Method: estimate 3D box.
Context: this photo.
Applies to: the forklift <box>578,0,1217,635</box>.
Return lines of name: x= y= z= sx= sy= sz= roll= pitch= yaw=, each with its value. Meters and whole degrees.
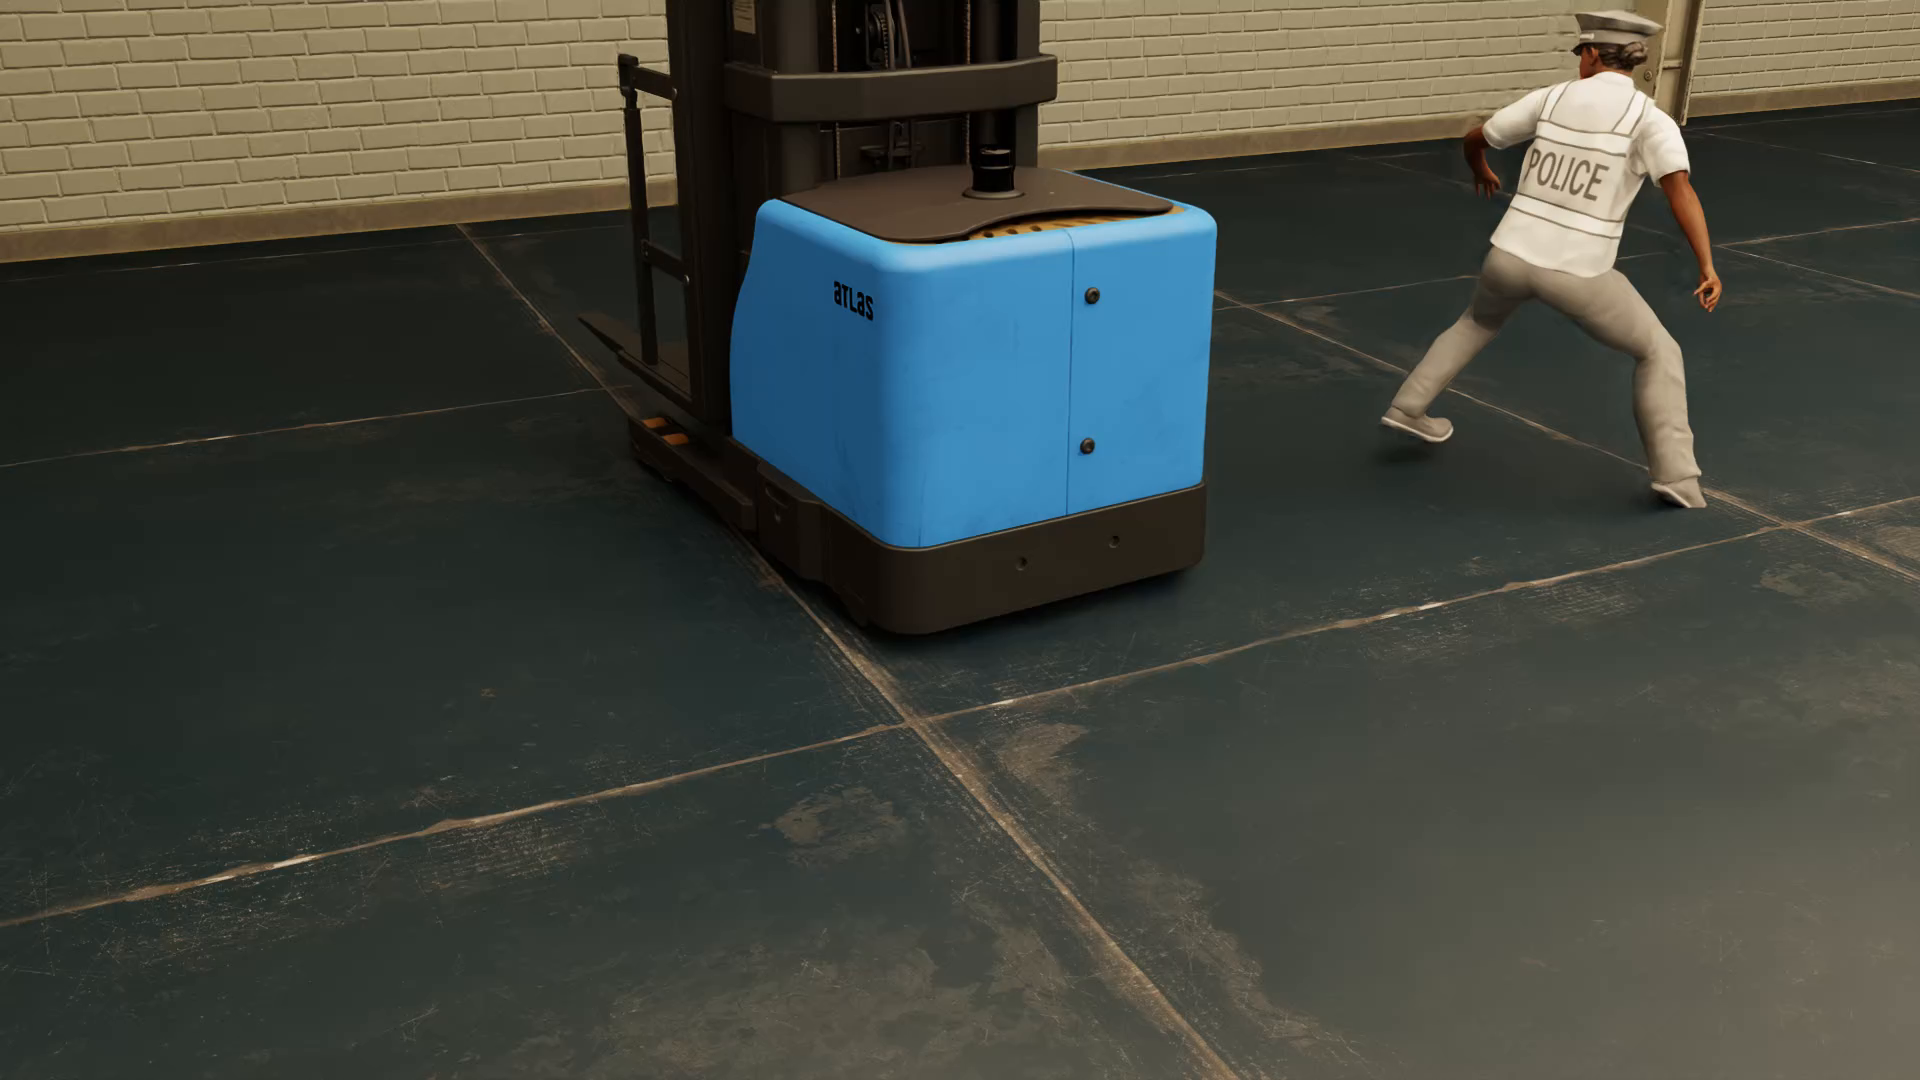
forklift: x=-0.481 y=-1.626 z=5.201 sx=1.130 sy=2.935 sz=3.031 roll=-13 pitch=26 yaw=-28

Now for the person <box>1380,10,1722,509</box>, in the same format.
person: x=1.982 y=-0.846 z=5.316 sx=0.530 sy=1.605 sz=1.062 roll=-19 pitch=29 yaw=-38
